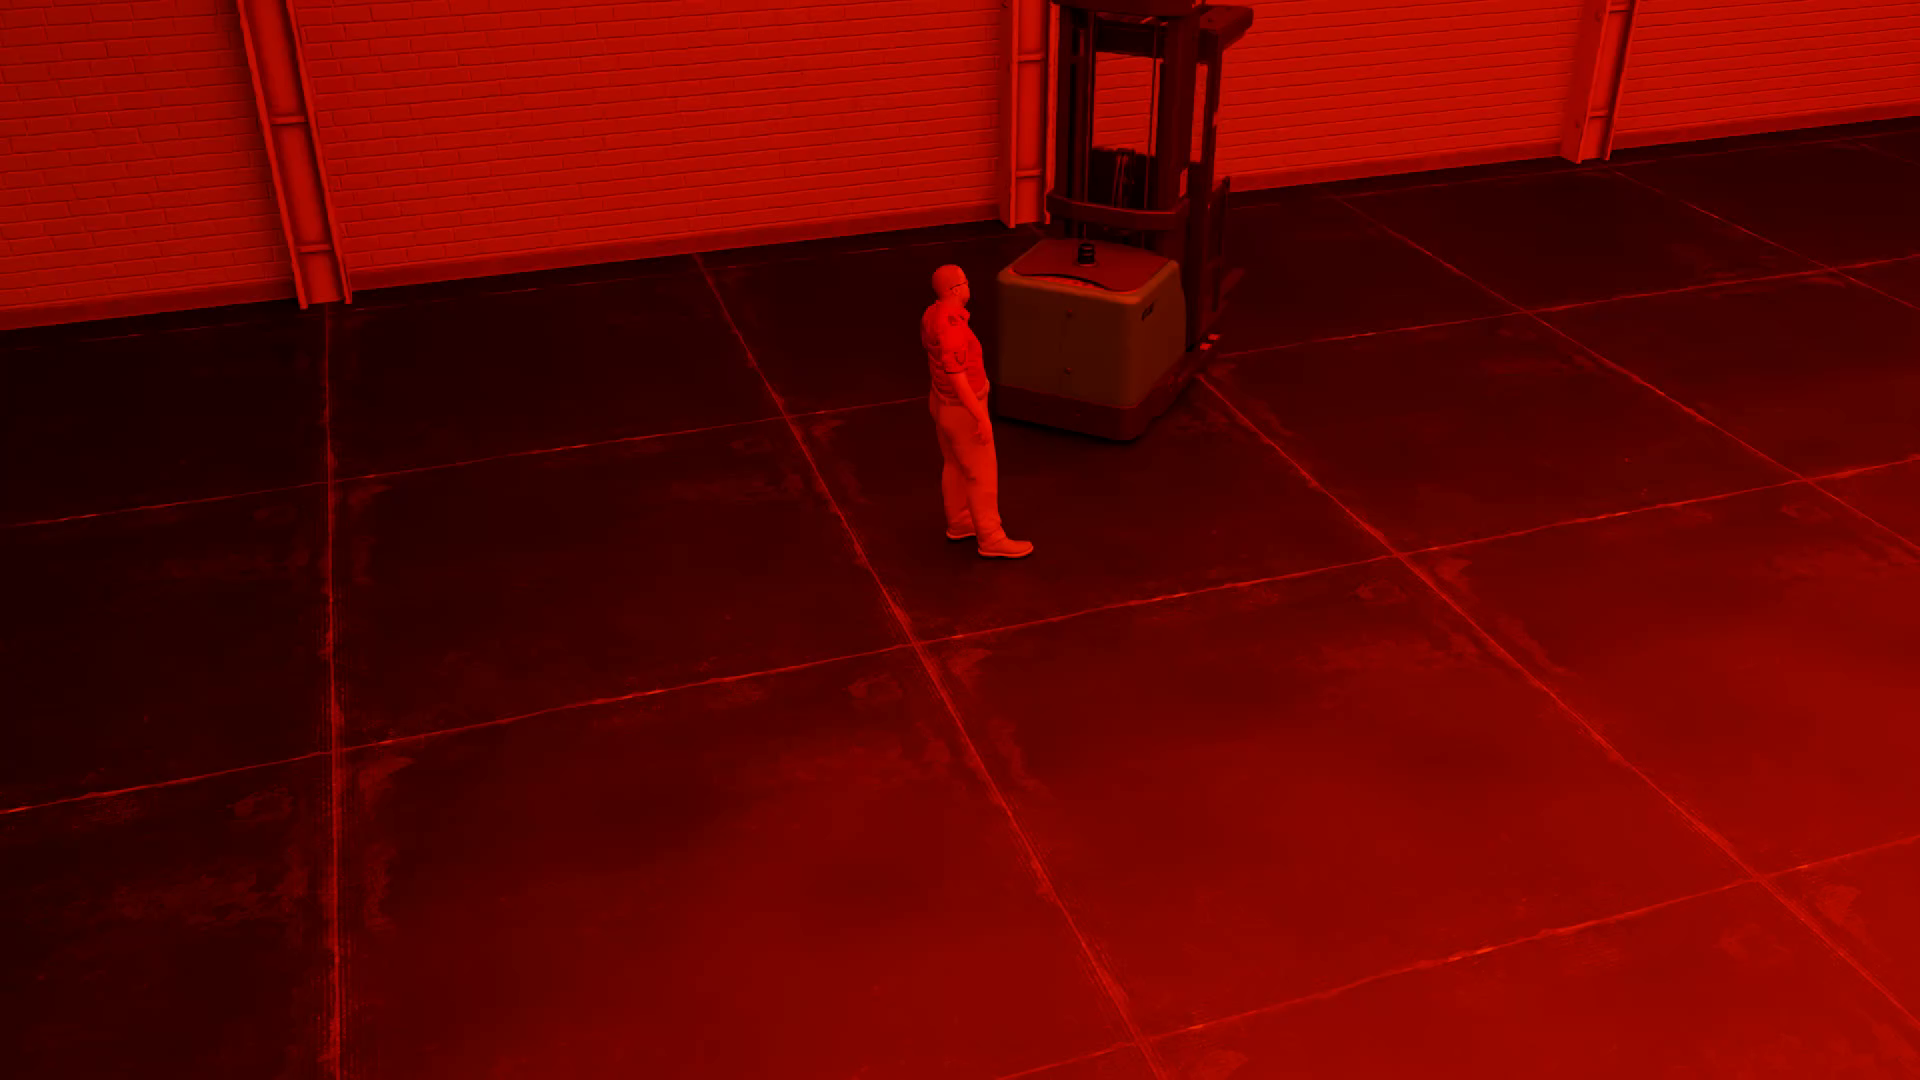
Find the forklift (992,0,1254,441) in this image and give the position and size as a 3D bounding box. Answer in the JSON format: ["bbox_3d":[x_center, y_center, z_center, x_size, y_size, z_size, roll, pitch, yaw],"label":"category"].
[{"bbox_3d":[1.322,-2.641,11.677,1.130,2.935,3.031,14,33,22],"label":"forklift"}]

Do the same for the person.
[{"bbox_3d":[0.089,-0.764,9.606,0.551,1.727,0.640,-10,31,-16],"label":"person"}]
